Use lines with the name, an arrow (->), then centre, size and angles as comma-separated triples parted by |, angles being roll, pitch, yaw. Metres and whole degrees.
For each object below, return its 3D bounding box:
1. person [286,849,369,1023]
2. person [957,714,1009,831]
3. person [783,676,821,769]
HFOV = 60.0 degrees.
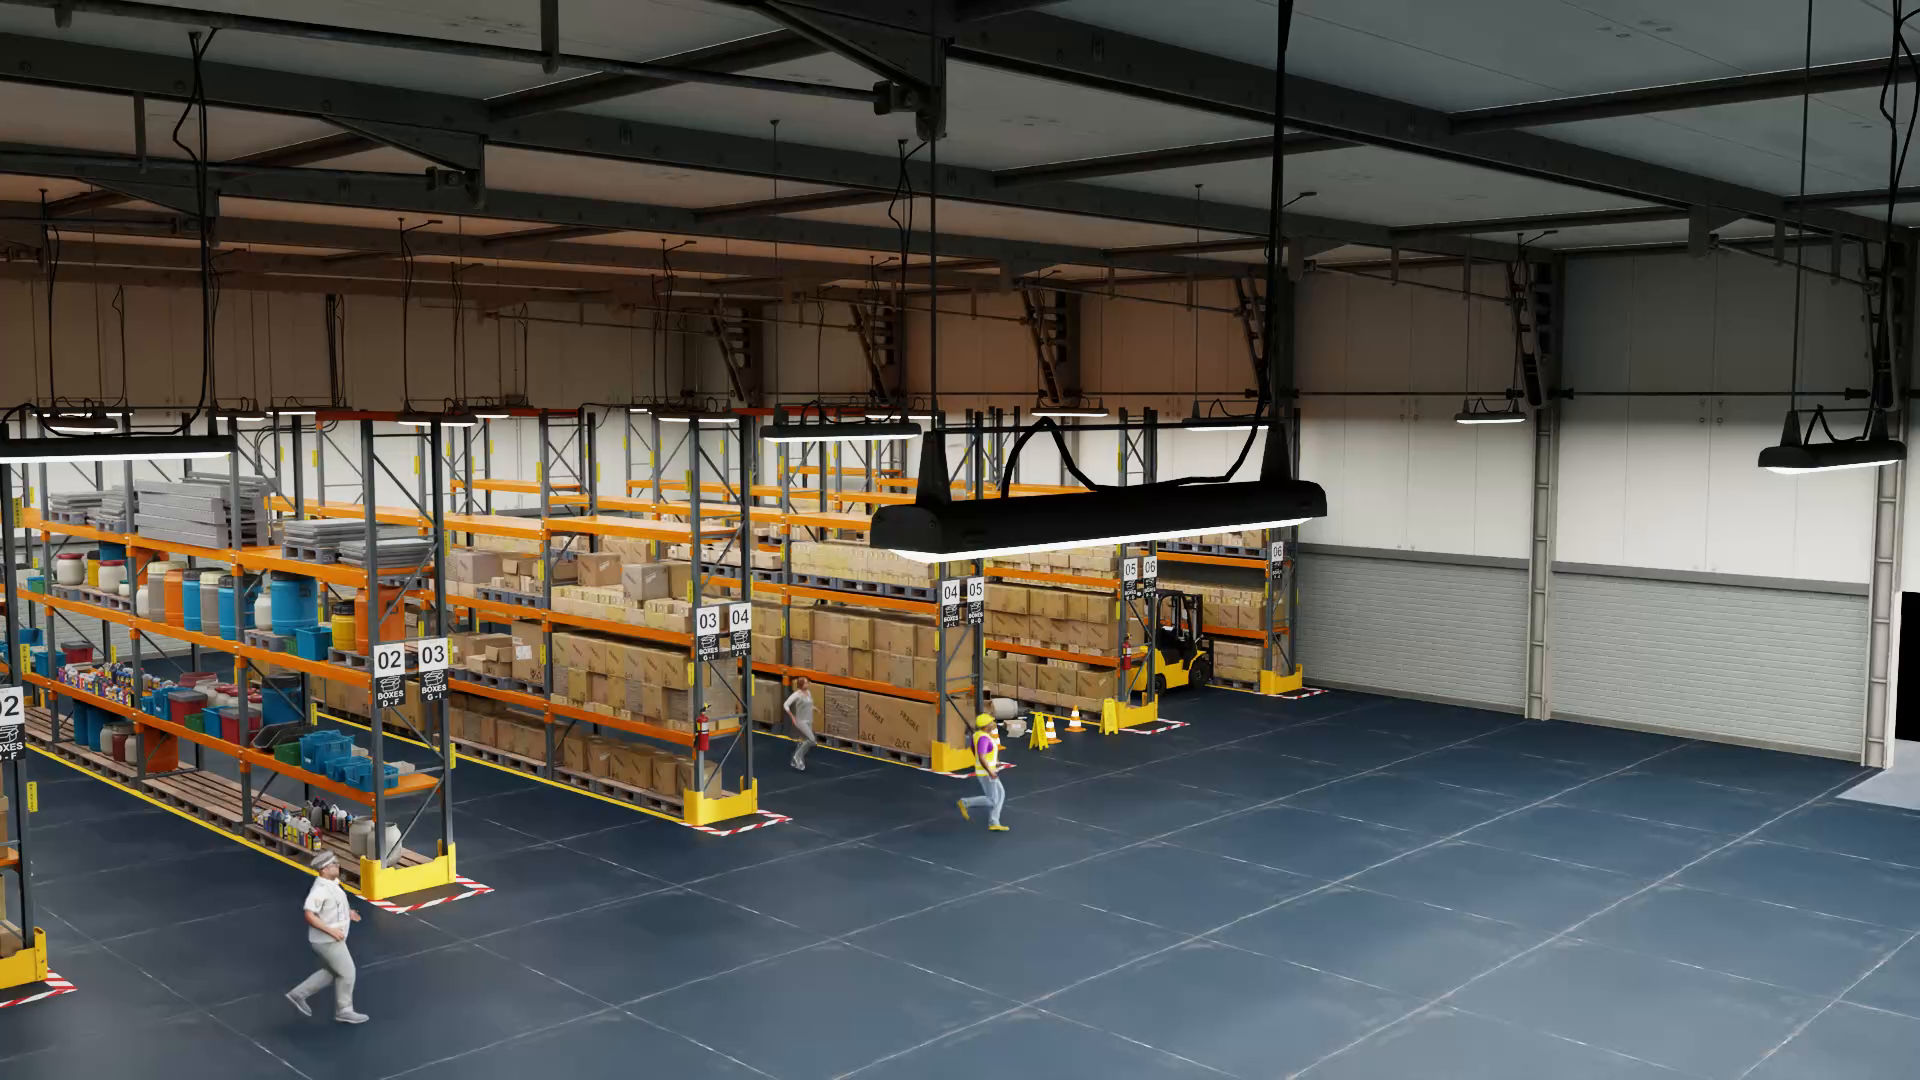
person -> -6.341, 3.980, 16.641 | 0.749, 1.782, 0.658 | -2, 5, -18
person -> 0.332, 3.363, 24.014 | 0.755, 1.726, 0.703 | 0, 5, -4
person -> -2.604, 3.069, 27.846 | 0.624, 1.567, 0.519 | 3, 6, 27
